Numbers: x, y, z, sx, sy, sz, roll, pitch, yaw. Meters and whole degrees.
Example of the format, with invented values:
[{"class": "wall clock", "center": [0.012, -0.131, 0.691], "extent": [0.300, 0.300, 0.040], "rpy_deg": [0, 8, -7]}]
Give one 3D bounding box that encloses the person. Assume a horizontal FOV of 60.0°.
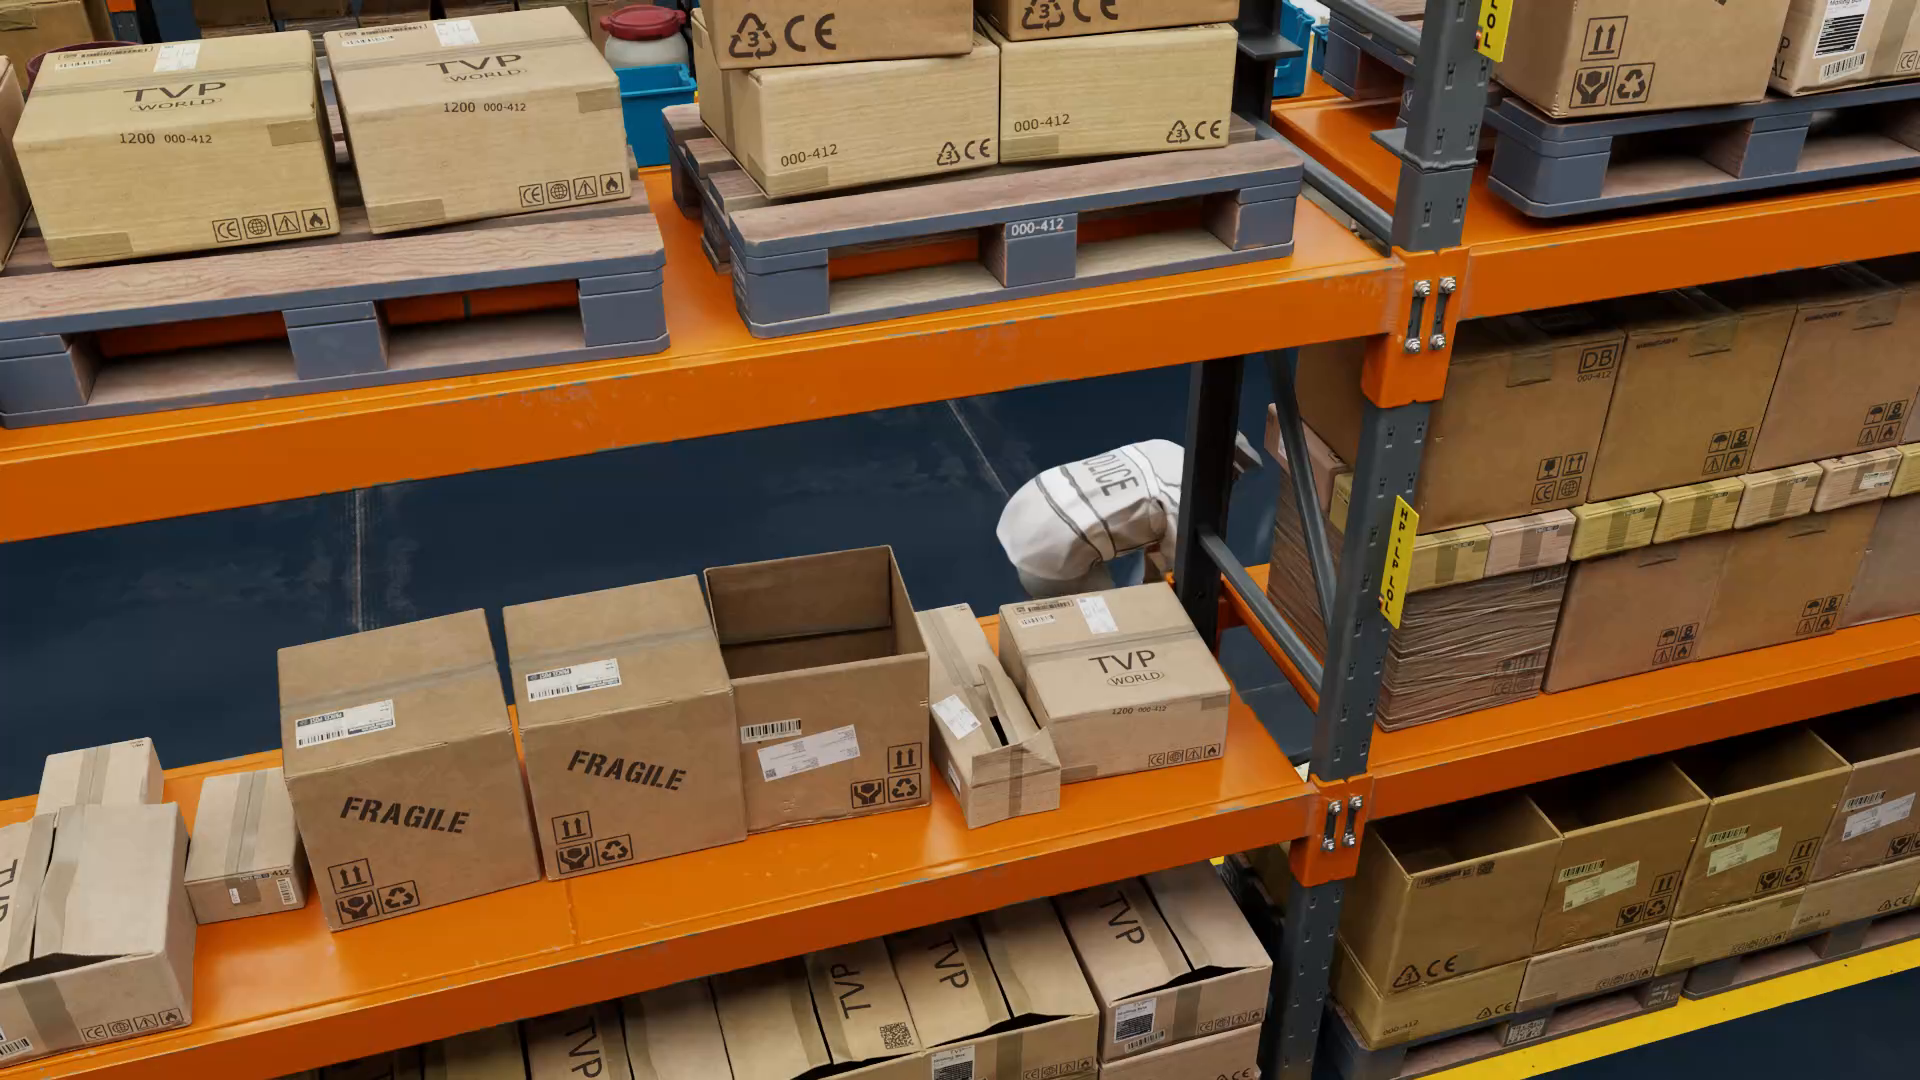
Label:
[{"class": "person", "center": [0.652, 0.140, 6.412], "extent": [1.021, 1.215, 0.511], "rpy_deg": [-10, 35, -14]}]
